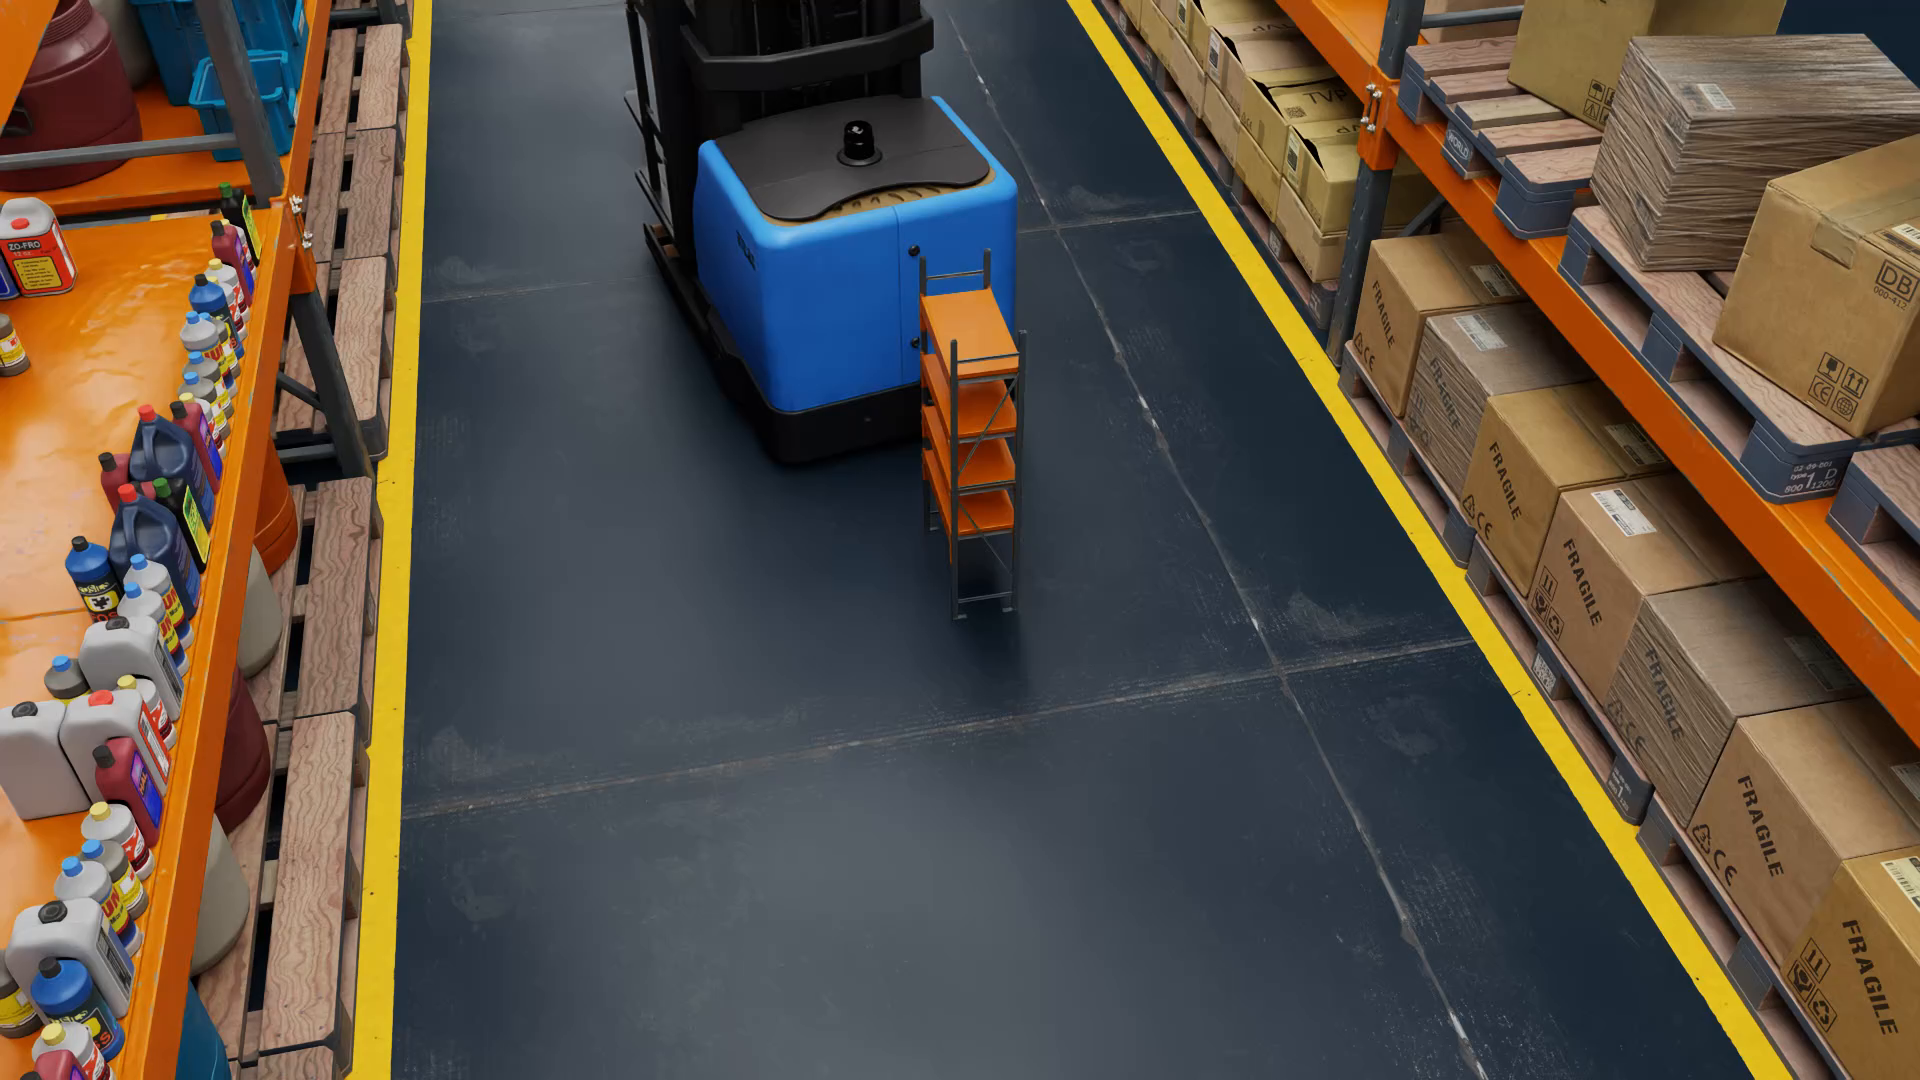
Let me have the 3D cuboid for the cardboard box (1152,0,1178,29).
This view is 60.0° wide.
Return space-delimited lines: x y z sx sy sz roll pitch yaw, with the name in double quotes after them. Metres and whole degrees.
1.271 -2.925 8.618 0.500 0.311 0.500 -10 43 -11 "cardboard box"

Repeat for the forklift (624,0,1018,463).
-0.811 -2.381 6.724 1.130 2.935 3.031 -16 44 -17 "forklift"

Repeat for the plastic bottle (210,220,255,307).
-2.211 -0.856 5.043 0.061 0.283 0.133 -8 42 -9 "plastic bottle"

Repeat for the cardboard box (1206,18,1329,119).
1.495 -2.264 7.873 0.500 0.311 0.500 -9 42 -10 "cardboard box"

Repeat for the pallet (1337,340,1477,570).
2.197 -0.425 6.570 1.003 0.211 1.213 -8 42 -9 "pallet"

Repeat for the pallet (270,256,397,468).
-2.894 -0.715 6.897 1.003 0.211 1.213 -8 42 -9 "pallet"

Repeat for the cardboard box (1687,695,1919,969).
2.452 0.805 4.635 0.500 0.500 0.500 -8 42 -9 "cardboard box"

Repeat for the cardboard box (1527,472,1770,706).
2.232 0.151 5.372 0.500 0.500 0.500 -10 43 -11 "cardboard box"

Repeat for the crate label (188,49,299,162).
-2.489 -1.514 5.823 0.303 0.233 0.416 -8 42 -9 "crate label"

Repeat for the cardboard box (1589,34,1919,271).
2.330 -1.140 4.883 0.700 0.500 0.500 -1 42 -1 "cardboard box"

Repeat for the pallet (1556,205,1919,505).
2.497 -0.626 4.840 1.003 0.211 1.213 -8 42 -9 "pallet"

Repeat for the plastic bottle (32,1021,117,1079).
-1.635 0.959 3.059 0.097 0.201 0.097 0 42 0 "plastic bottle"

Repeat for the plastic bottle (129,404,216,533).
-2.020 -0.181 4.231 0.144 0.351 0.185 -8 42 -9 "plastic bottle"

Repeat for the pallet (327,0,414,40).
-3.732 -3.242 9.743 1.003 0.211 1.213 -8 42 -9 "pallet"

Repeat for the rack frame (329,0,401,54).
-3.628 -3.843 8.320 1.000 3.000 0.127 -8 42 -9 "rack frame"

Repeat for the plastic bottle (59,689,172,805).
-1.829 0.434 3.595 0.152 0.276 0.135 -8 42 -9 "plastic bottle"

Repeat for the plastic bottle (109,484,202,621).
-1.951 0.026 3.999 0.144 0.351 0.185 -8 42 -9 "plastic bottle"

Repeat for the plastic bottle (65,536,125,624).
-2.060 0.101 3.974 0.097 0.271 0.097 0 42 0 "plastic bottle"

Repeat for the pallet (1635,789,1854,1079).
2.724 1.156 4.788 1.003 0.211 1.213 -8 42 -9 "pallet"

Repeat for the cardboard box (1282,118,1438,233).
1.720 -1.600 7.126 0.500 0.311 0.500 -7 42 -8 "cardboard box"

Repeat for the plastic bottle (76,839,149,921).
-1.727 0.683 3.371 0.097 0.201 0.097 0 42 0 "plastic bottle"

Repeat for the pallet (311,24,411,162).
-3.420 -2.297 8.678 1.003 0.211 1.213 -8 42 -9 "pallet"

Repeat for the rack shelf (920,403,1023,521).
0.036 -0.291 5.775 0.258 0.148 0.480 -8 42 -9 "rack shelf"

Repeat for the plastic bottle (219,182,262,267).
-2.260 -1.005 5.211 0.061 0.283 0.133 -8 42 -9 "plastic bottle"

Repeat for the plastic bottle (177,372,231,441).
-2.078 -0.369 4.556 0.097 0.201 0.097 0 42 0 "plastic bottle"

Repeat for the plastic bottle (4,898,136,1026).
-1.708 0.797 3.186 0.152 0.276 0.135 -8 42 -9 "plastic bottle"

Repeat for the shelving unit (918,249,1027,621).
0.036 -0.341 5.731 0.258 1.200 0.503 -8 42 -9 "shelving unit"

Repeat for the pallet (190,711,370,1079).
-2.294 1.087 4.867 1.003 0.211 1.213 -8 42 -9 "pallet"

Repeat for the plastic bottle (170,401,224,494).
-2.014 -0.265 4.376 0.061 0.283 0.133 -8 42 -9 "plastic bottle"

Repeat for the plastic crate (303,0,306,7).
-2.814 -2.365 6.607 0.402 0.464 0.583 -8 42 -9 "plastic crate"

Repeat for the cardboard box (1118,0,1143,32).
1.164 -3.051 9.182 0.500 0.250 0.500 -7 42 -8 "cardboard box"

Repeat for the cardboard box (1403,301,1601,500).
2.011 -0.513 6.120 0.500 0.500 0.500 -10 43 -11 "cardboard box"

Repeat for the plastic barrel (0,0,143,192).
-3.160 -1.558 5.644 0.600 0.536 0.708 -8 42 -9 "plastic barrel"

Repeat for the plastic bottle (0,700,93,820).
-1.977 0.456 3.570 0.152 0.276 0.135 -8 42 -9 "plastic bottle"

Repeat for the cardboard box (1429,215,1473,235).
2.247 -1.468 7.399 0.500 0.250 0.500 -8 42 -9 "cardboard box"

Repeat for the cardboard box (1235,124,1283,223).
1.607 -1.726 7.690 0.500 0.250 0.500 -9 42 -10 "cardboard box"

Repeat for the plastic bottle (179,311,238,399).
-2.120 -0.522 4.675 0.097 0.271 0.097 0 42 0 "plastic bottle"

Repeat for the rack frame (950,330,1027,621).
0.088 -0.183 5.553 0.240 1.200 0.015 -8 42 -9 "rack frame"

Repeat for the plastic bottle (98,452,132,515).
-2.115 -0.124 4.218 0.061 0.283 0.133 -8 42 -9 "plastic bottle"

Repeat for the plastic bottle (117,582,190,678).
-1.877 0.206 3.855 0.097 0.271 0.097 0 42 0 "plastic bottle"

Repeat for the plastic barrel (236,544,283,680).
-2.433 0.191 5.333 0.421 0.512 0.421 0 42 0 "plastic barrel"

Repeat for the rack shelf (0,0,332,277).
-3.196 -2.278 7.098 1.077 0.370 4.000 -8 42 -9 "rack shelf"

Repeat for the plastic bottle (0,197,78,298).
-2.838 -0.899 5.096 0.152 0.276 0.135 -8 42 -9 "plastic bottle"

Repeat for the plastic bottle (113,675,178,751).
-1.827 0.383 3.709 0.097 0.201 0.097 0 42 0 "plastic bottle"

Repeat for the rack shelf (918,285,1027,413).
0.036 -0.635 5.470 0.258 0.148 0.480 -8 42 -9 "rack shelf"

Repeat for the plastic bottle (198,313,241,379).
-2.141 -0.559 4.769 0.097 0.201 0.097 0 42 0 "plastic bottle"

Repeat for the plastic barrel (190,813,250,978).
-2.189 0.923 4.508 0.421 0.512 0.421 0 42 0 "plastic barrel"

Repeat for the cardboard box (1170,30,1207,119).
1.387 -2.385 8.433 0.500 0.250 0.500 -8 42 -8 "cardboard box"

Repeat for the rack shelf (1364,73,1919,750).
2.505 -0.392 4.974 1.077 0.370 4.000 -8 42 -9 "rack shelf"

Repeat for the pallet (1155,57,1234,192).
1.674 -2.243 8.618 1.003 0.211 1.213 -8 42 -9 "pallet"

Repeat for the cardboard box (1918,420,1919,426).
2.842 -0.335 3.976 0.700 0.500 0.500 -2 42 -2 "cardboard box"

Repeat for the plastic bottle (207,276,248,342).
-2.183 -0.685 4.912 0.097 0.201 0.097 0 42 0 "plastic bottle"
